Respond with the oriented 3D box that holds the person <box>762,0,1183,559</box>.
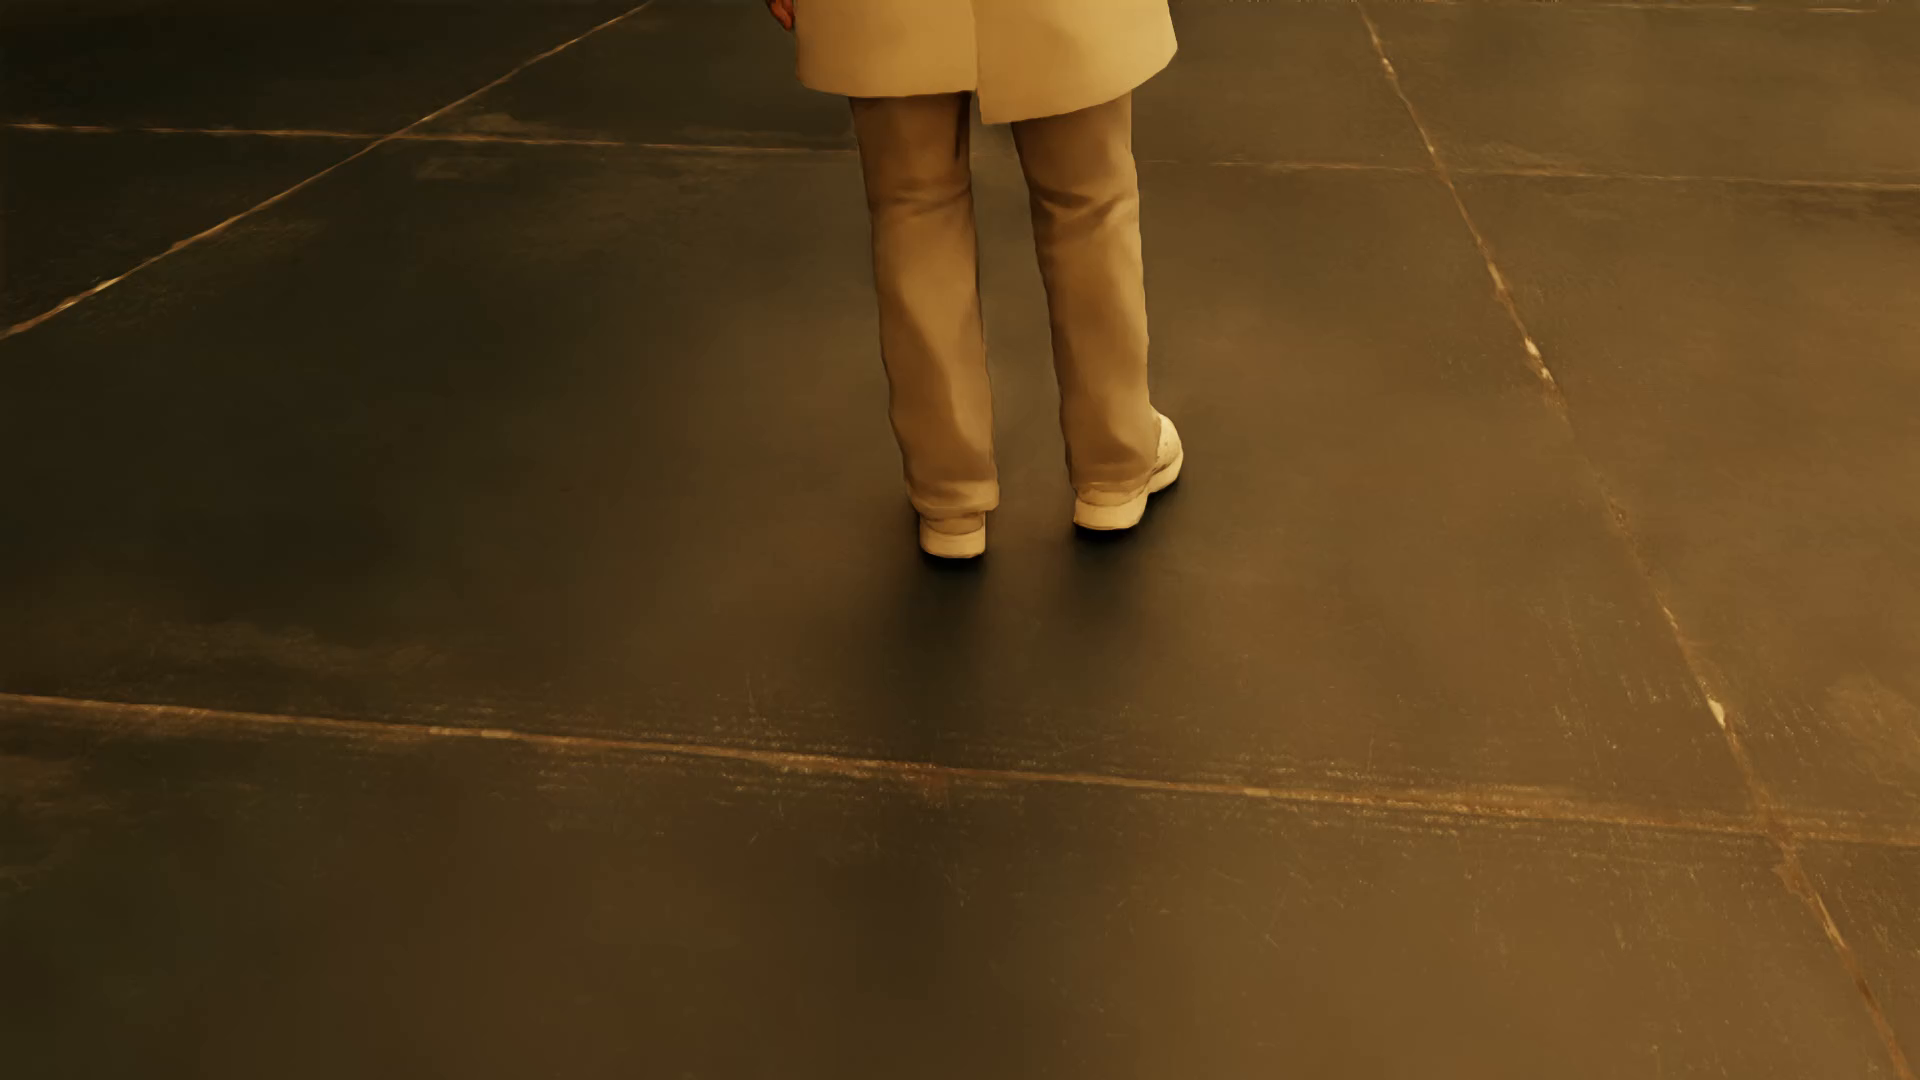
[{"bbox_3d":[0.030,-0.841,2.179,0.668,1.776,0.579,3,27,7],"label":"person"}]
